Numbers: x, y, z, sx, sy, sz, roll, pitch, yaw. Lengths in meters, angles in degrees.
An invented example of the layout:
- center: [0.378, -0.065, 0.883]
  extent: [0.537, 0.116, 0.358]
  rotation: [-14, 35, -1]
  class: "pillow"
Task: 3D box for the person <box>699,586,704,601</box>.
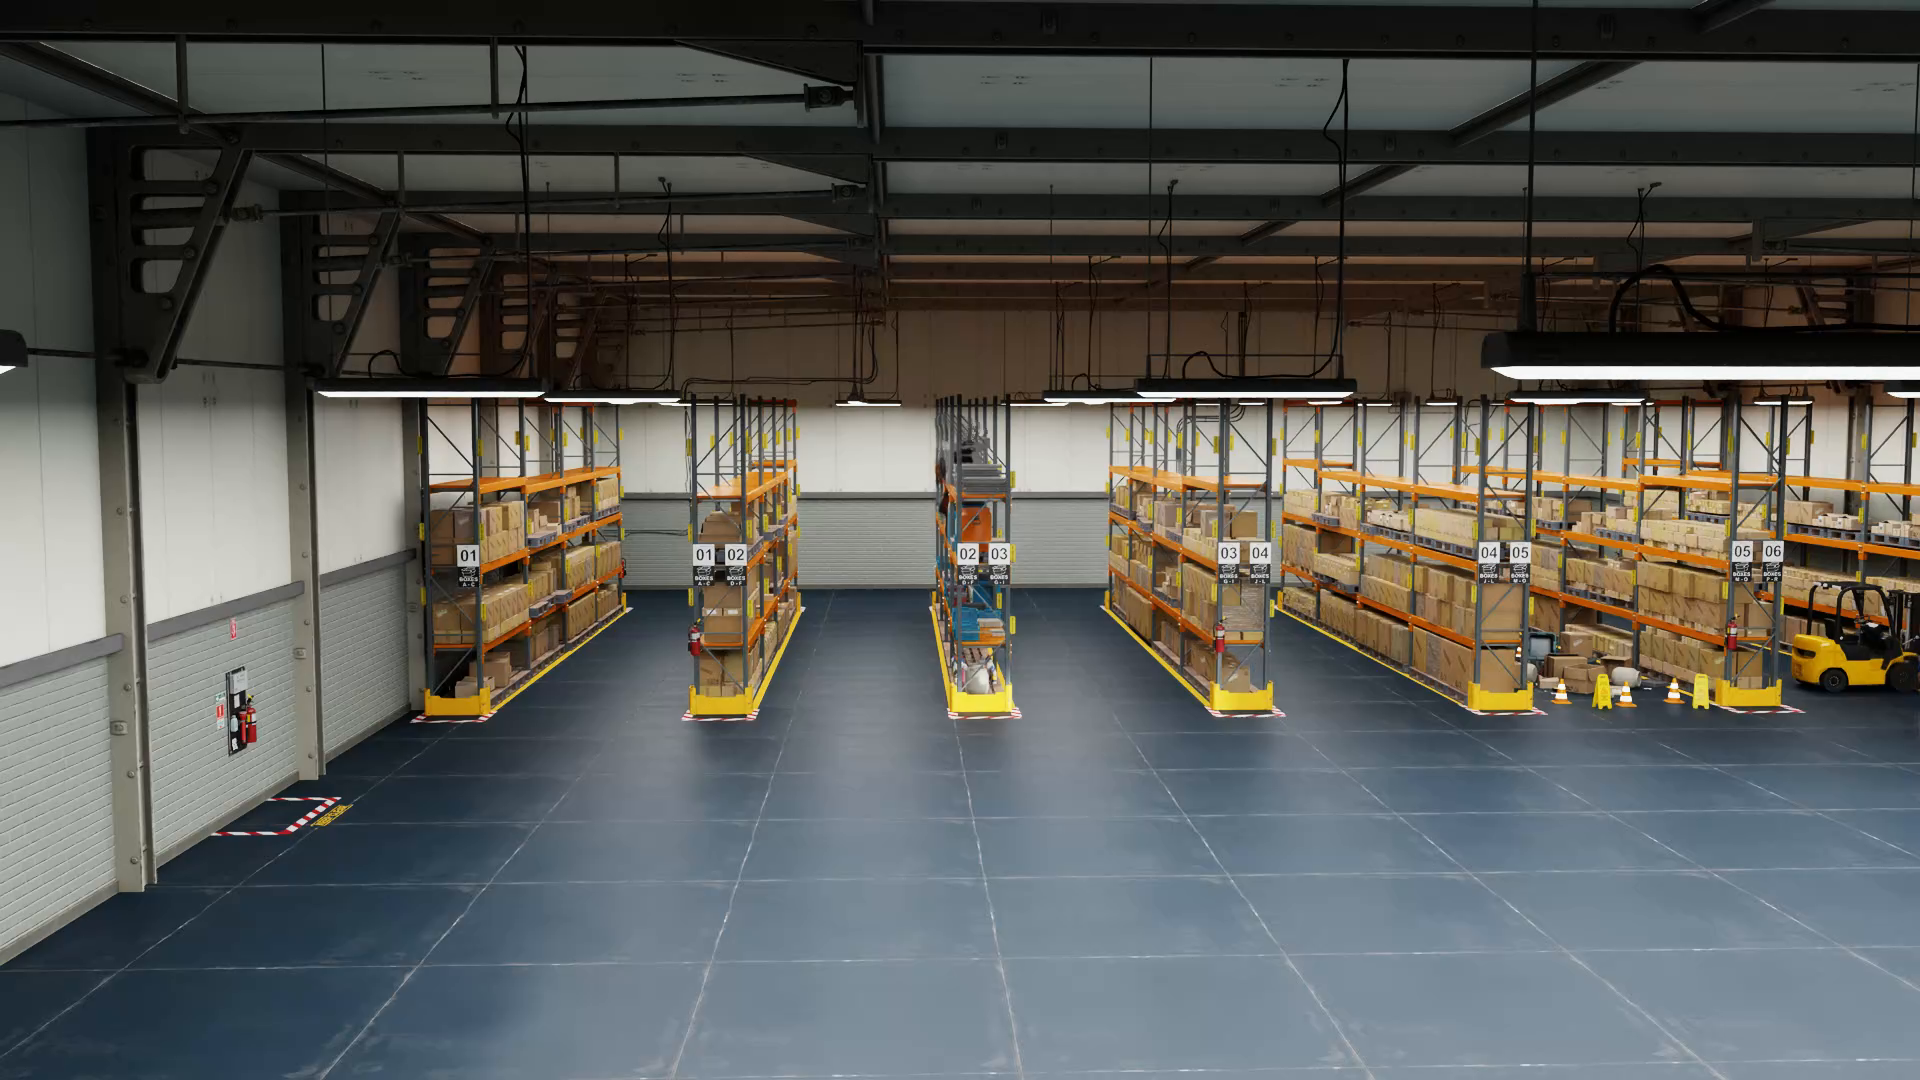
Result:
- center: [-6.432, 1.465, 43.029]
  extent: [0.702, 1.771, 0.962]
  rotation: [0, 5, -5]
  class: "person"
